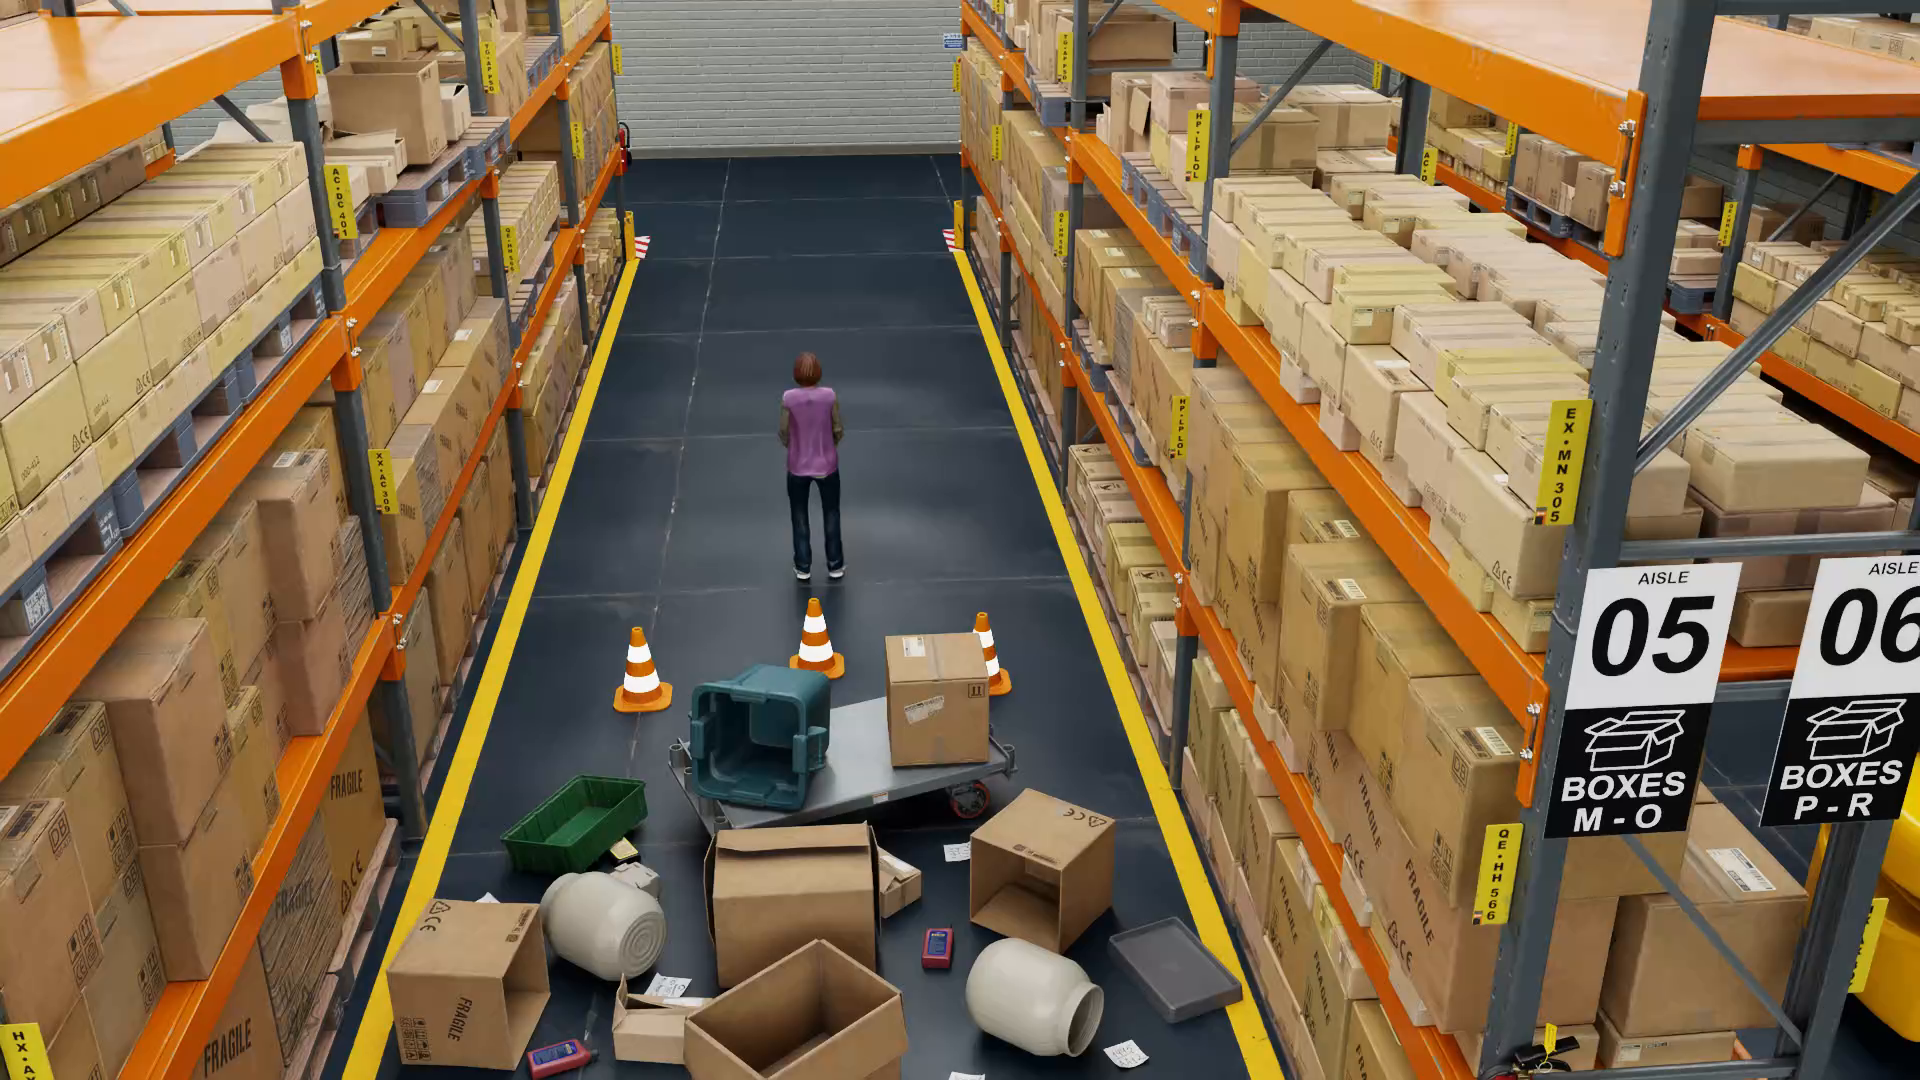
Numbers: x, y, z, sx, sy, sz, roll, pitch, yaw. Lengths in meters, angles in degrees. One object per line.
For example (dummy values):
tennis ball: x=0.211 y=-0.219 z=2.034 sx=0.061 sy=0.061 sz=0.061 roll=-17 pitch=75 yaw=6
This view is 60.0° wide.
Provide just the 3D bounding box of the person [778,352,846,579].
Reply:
person: x=-0.999 y=-0.509 z=11.241 sx=0.444 sy=1.603 sz=0.411 roll=-3 pitch=24 yaw=-6
